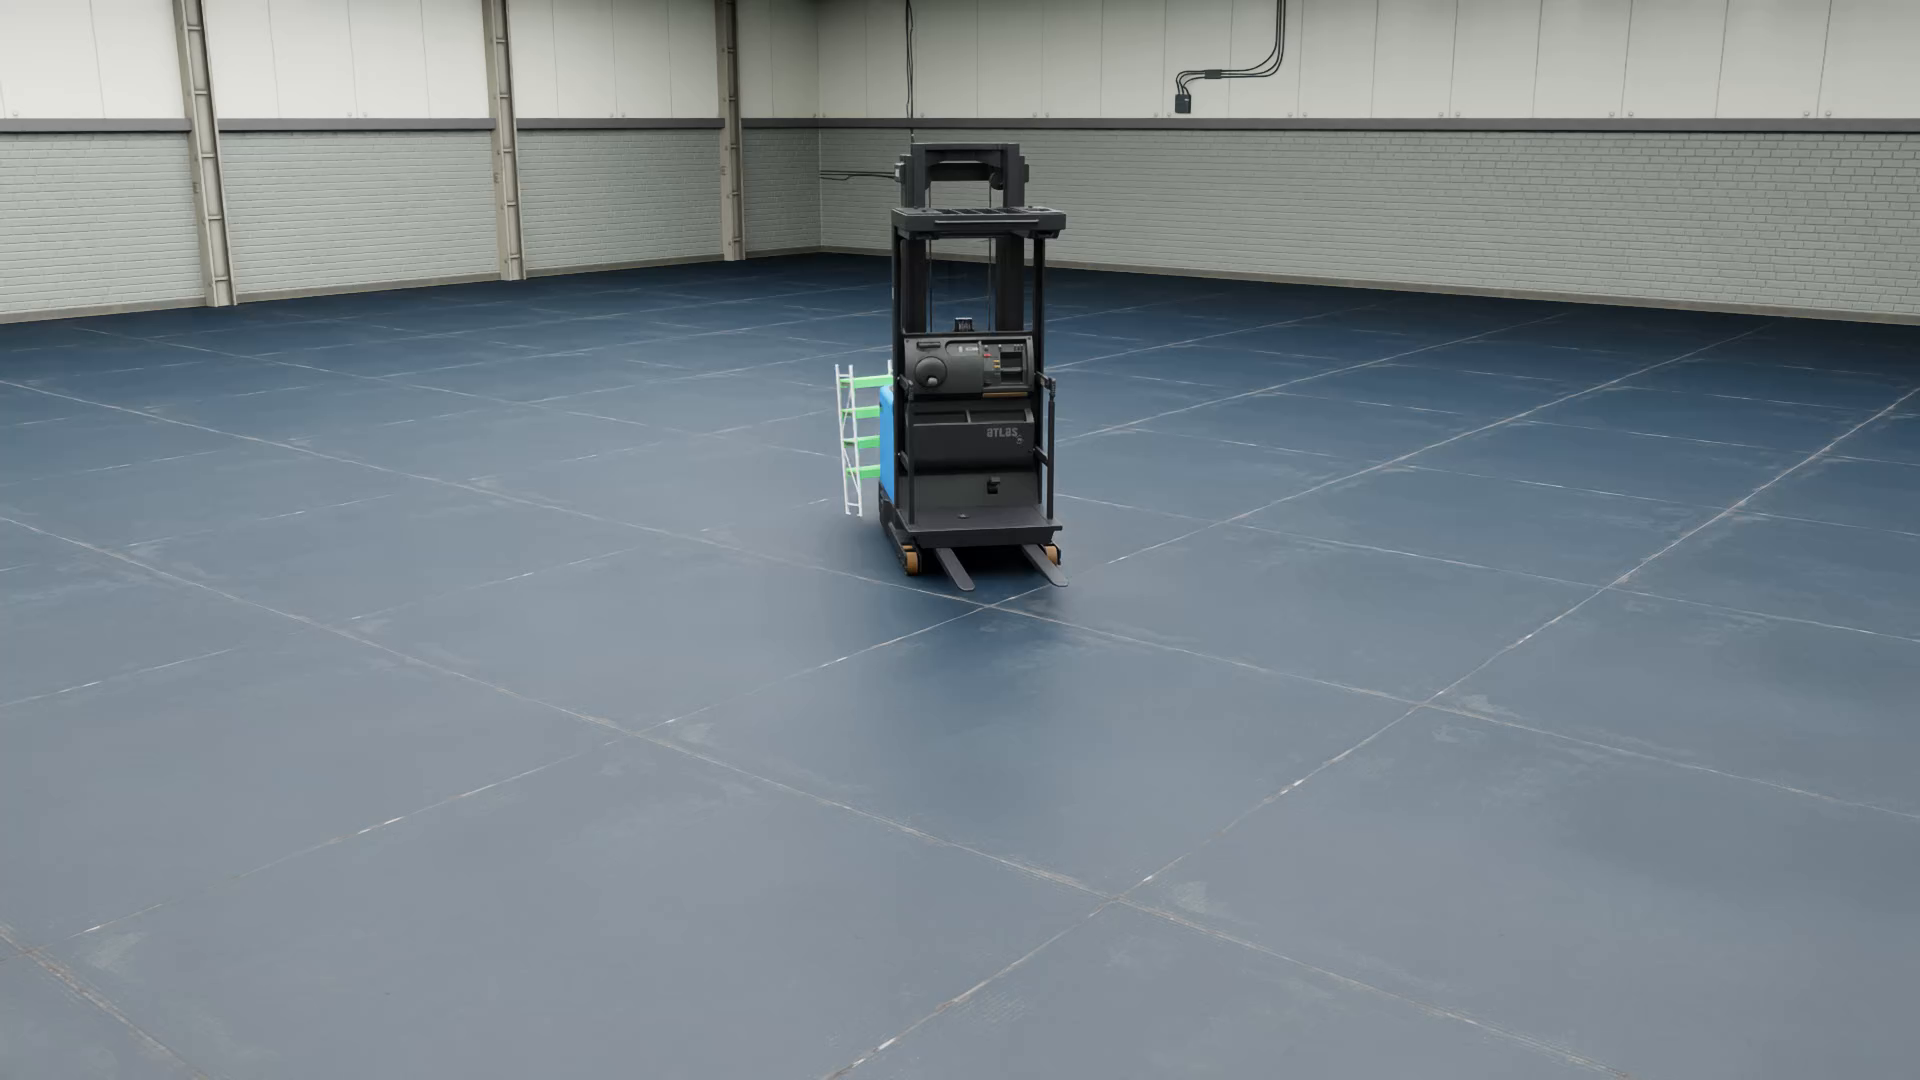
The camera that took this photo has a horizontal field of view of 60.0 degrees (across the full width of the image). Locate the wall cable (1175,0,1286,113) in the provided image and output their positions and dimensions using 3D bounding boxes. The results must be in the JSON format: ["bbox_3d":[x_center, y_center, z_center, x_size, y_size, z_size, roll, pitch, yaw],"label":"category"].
[{"bbox_3d":[5.176,-11.207,31.556,2.305,6.003,0.169,11,18,38],"label":"wall cable"}]

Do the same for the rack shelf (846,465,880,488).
[{"bbox_3d":[-0.665,-0.529,13.446,0.480,0.148,0.258,-9,11,-33],"label":"rack shelf"}]

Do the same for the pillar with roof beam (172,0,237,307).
[{"bbox_3d":[-9.272,-7.707,24.685,9.100,9.000,0.400,11,18,38],"label":"pillar with roof beam"}]

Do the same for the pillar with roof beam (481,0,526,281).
[{"bbox_3d":[-5.501,-8.856,29.208,9.100,9.000,0.400,11,18,38],"label":"pillar with roof beam"}]

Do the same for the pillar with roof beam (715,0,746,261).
[{"bbox_3d":[-1.730,-10.005,33.732,9.100,9.000,0.400,11,18,38],"label":"pillar with roof beam"}]

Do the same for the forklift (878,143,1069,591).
[{"bbox_3d":[0.103,-1.269,11.664,1.130,2.935,3.031,-2,14,-9],"label":"forklift"}]

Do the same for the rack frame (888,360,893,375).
[{"bbox_3d":[-0.480,-0.862,13.530,0.015,1.200,0.240,-9,11,-33],"label":"rack frame"}]

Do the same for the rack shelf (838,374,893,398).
[{"bbox_3d":[-0.708,-1.239,13.333,0.480,0.148,0.258,-9,11,-33],"label":"rack shelf"}]

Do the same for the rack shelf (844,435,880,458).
[{"bbox_3d":[-0.679,-0.765,13.408,0.480,0.148,0.258,-9,11,-33],"label":"rack shelf"}]

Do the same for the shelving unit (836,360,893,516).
[{"bbox_3d":[-0.683,-0.828,13.398,0.503,1.200,0.258,-9,11,-33],"label":"shelving unit"}]

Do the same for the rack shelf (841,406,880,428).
[{"bbox_3d":[-0.693,-1.002,13.371,0.480,0.148,0.258,-9,11,-33],"label":"rack shelf"}]

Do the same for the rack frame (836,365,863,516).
[{"bbox_3d":[-0.886,-0.795,13.267,0.015,1.200,0.240,-9,11,-33],"label":"rack frame"}]

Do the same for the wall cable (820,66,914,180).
[{"bbox_3d":[-2.198,-9.526,38.152,3.097,2.526,0.112,11,18,38],"label":"wall cable"}]

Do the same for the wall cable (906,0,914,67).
[{"bbox_3d":[-0.094,-11.555,35.882,3.097,2.526,0.112,11,18,38],"label":"wall cable"}]
